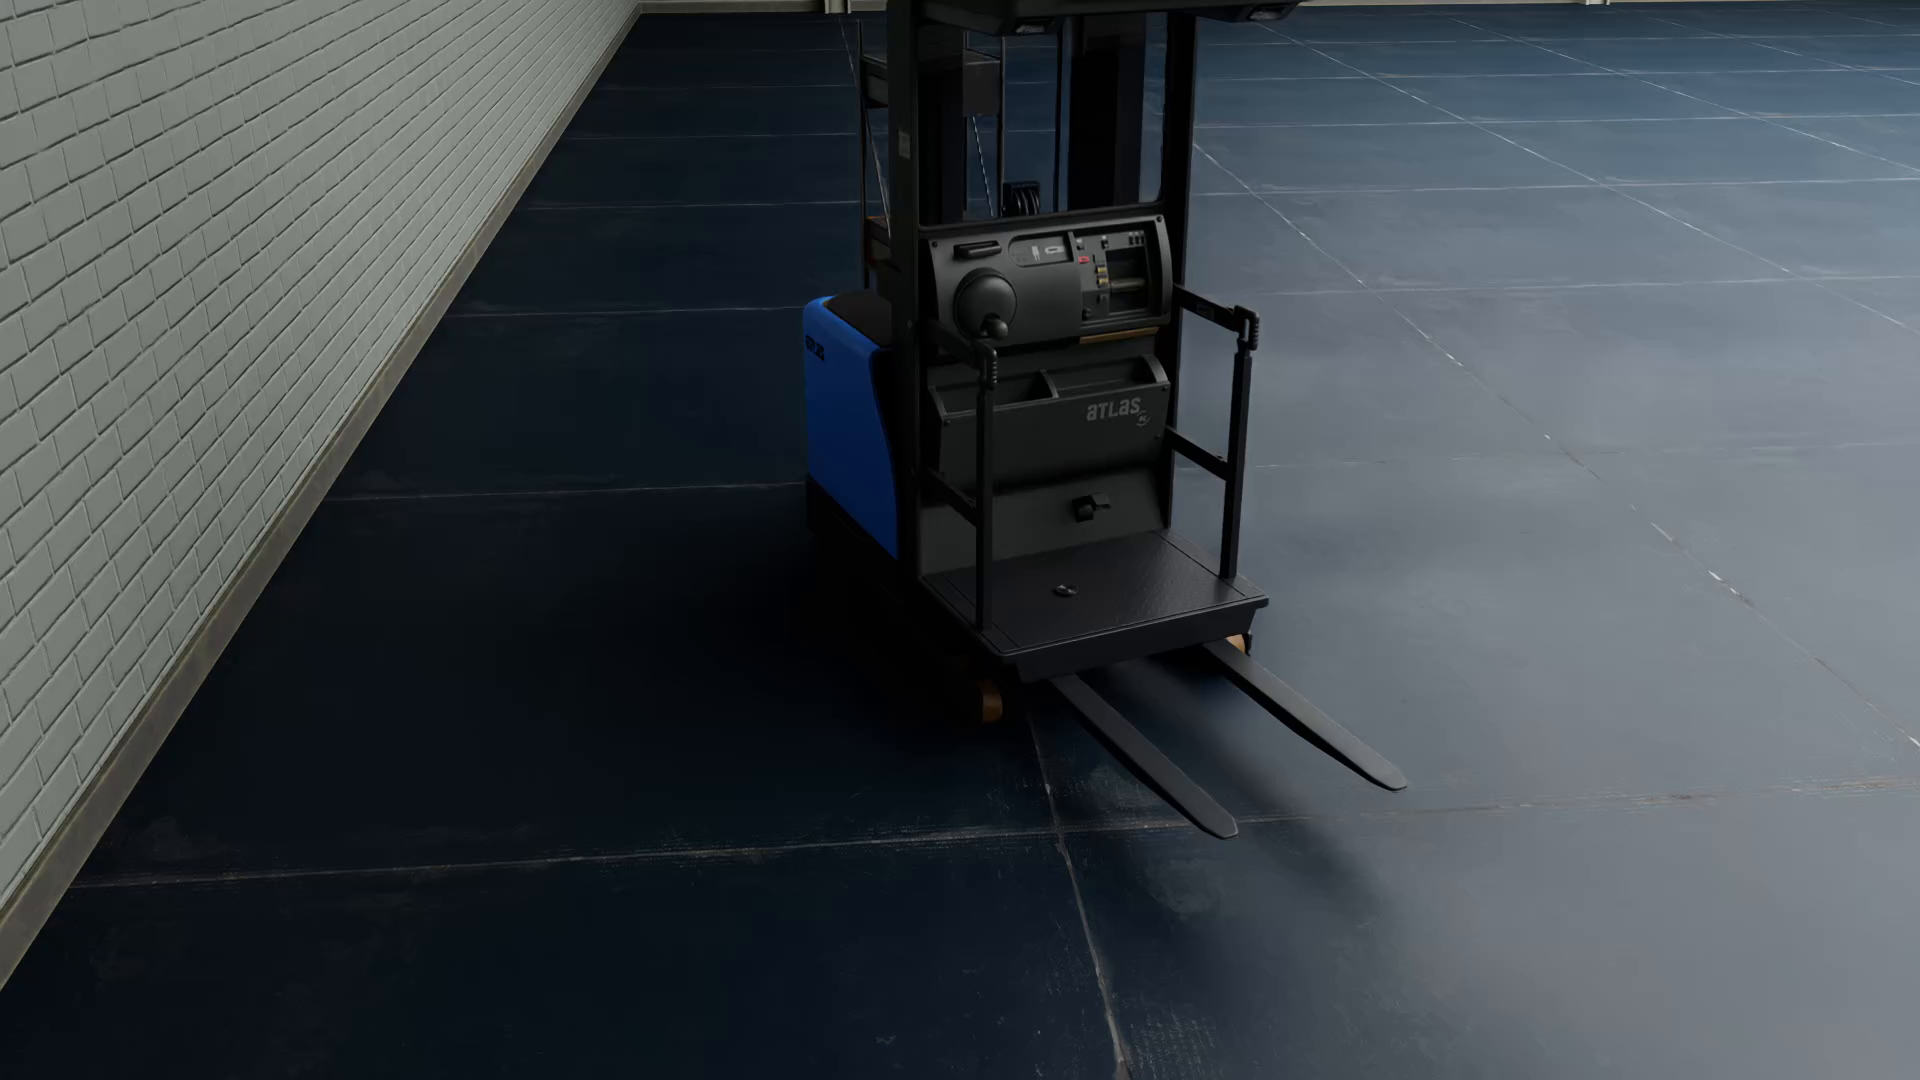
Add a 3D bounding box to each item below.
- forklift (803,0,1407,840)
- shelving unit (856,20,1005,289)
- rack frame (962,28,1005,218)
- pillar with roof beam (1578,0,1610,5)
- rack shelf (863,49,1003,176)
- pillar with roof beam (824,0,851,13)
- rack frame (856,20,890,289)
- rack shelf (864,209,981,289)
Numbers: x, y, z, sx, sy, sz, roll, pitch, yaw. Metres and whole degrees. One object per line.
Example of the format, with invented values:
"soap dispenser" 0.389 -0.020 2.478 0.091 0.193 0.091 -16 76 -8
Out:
"forklift" 0.417 -0.894 5.652 1.130 2.935 3.031 -11 26 -23
"shelving unit" -0.126 -1.200 7.364 0.503 2.100 0.431 -11 26 -23
"rack frame" 0.095 -1.241 7.458 0.015 2.100 0.400 -11 26 -23
"pillar with roof beam" 10.497 -10.907 20.709 0.400 9.000 9.100 -2 24 -5
"rack shelf" -0.126 -1.827 7.085 0.480 0.518 0.431 -11 26 -23
"pillar with roof beam" -1.445 -10.428 19.631 0.400 9.000 9.100 -2 24 -5
"rack frame" -0.348 -1.158 7.270 0.015 2.100 0.400 -11 26 -23
"rack shelf" -0.126 -1.187 7.370 0.480 0.518 0.431 -11 26 -23
